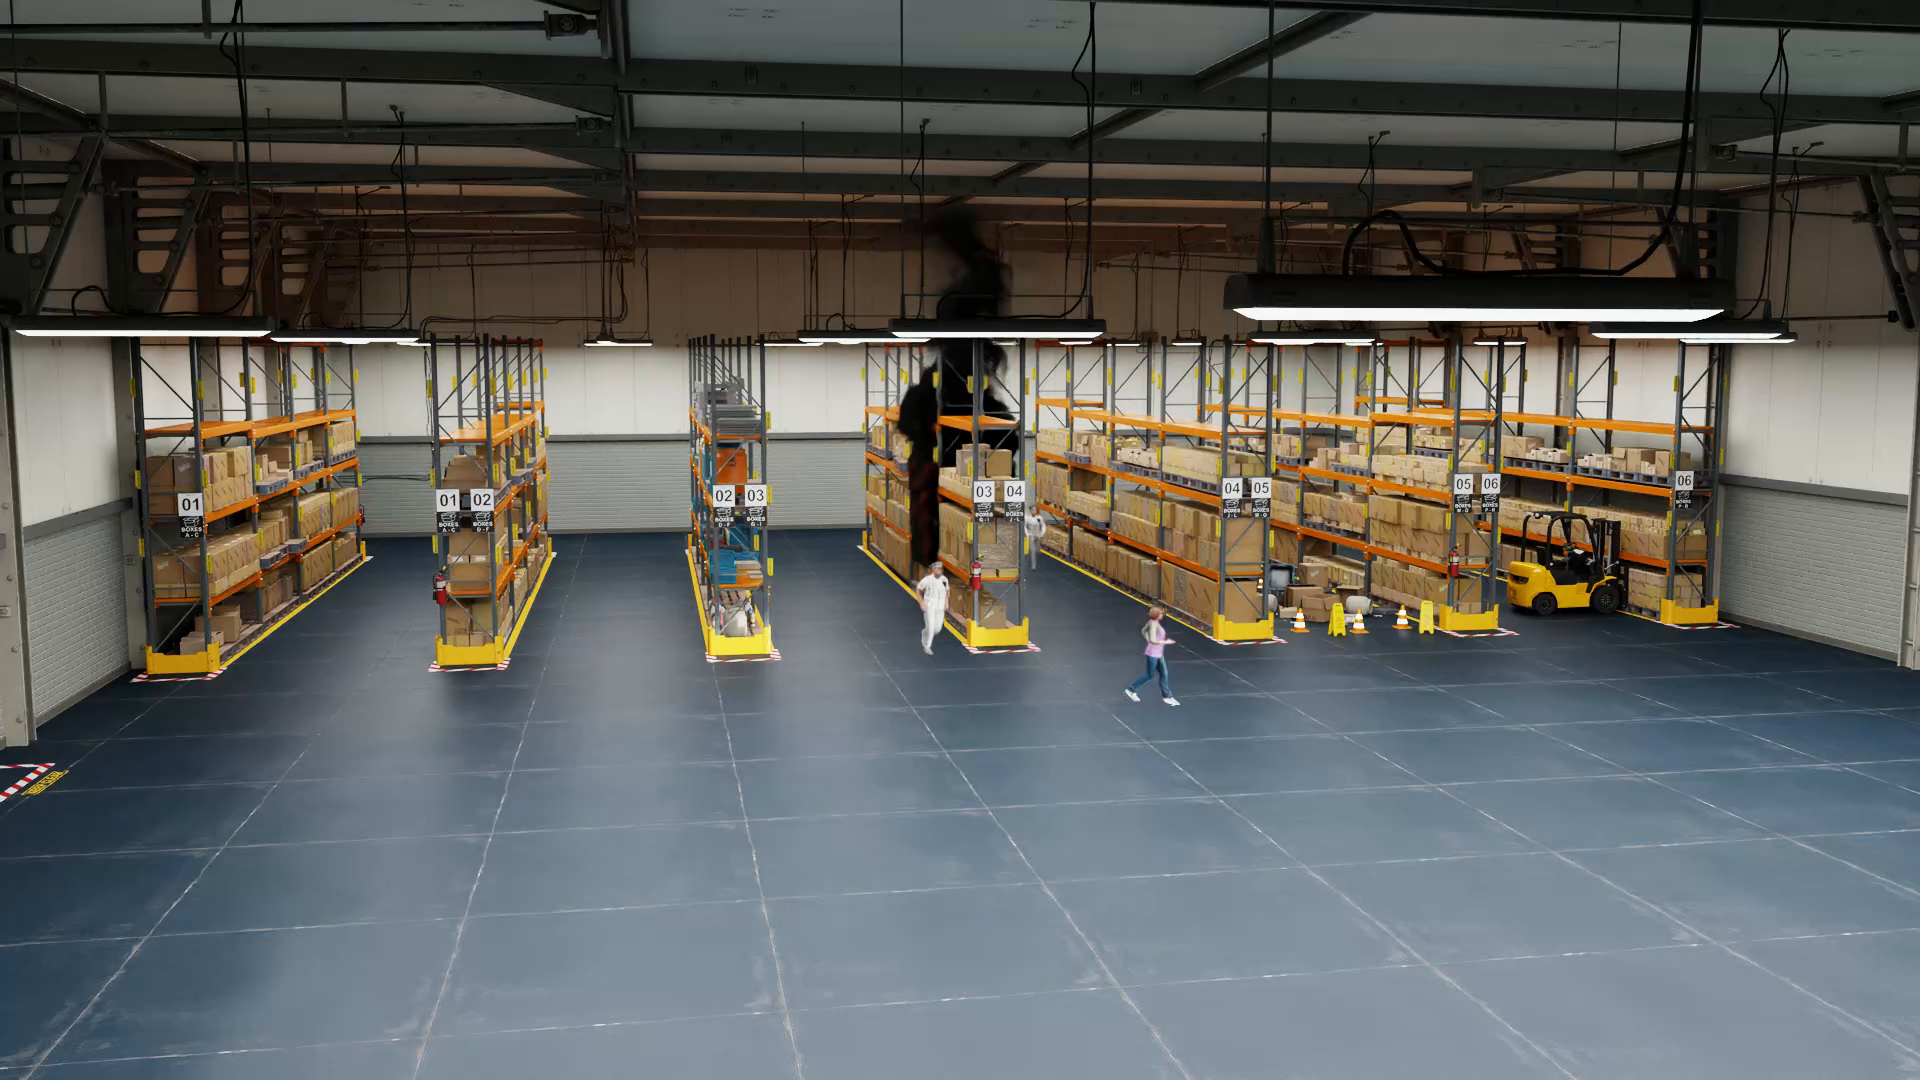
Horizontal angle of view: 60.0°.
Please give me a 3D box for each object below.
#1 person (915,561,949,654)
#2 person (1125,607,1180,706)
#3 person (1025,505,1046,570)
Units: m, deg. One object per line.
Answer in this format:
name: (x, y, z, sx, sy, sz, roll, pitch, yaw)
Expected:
person: (-0.513, 1.268, 31.637, 0.702, 1.749, 0.682, -3, 7, -27)
person: (3.094, 1.906, 26.661, 0.873, 1.508, 0.539, 2, 7, 15)
person: (1.950, -0.086, 43.584, 0.618, 1.694, 0.638, 0, 7, -3)
